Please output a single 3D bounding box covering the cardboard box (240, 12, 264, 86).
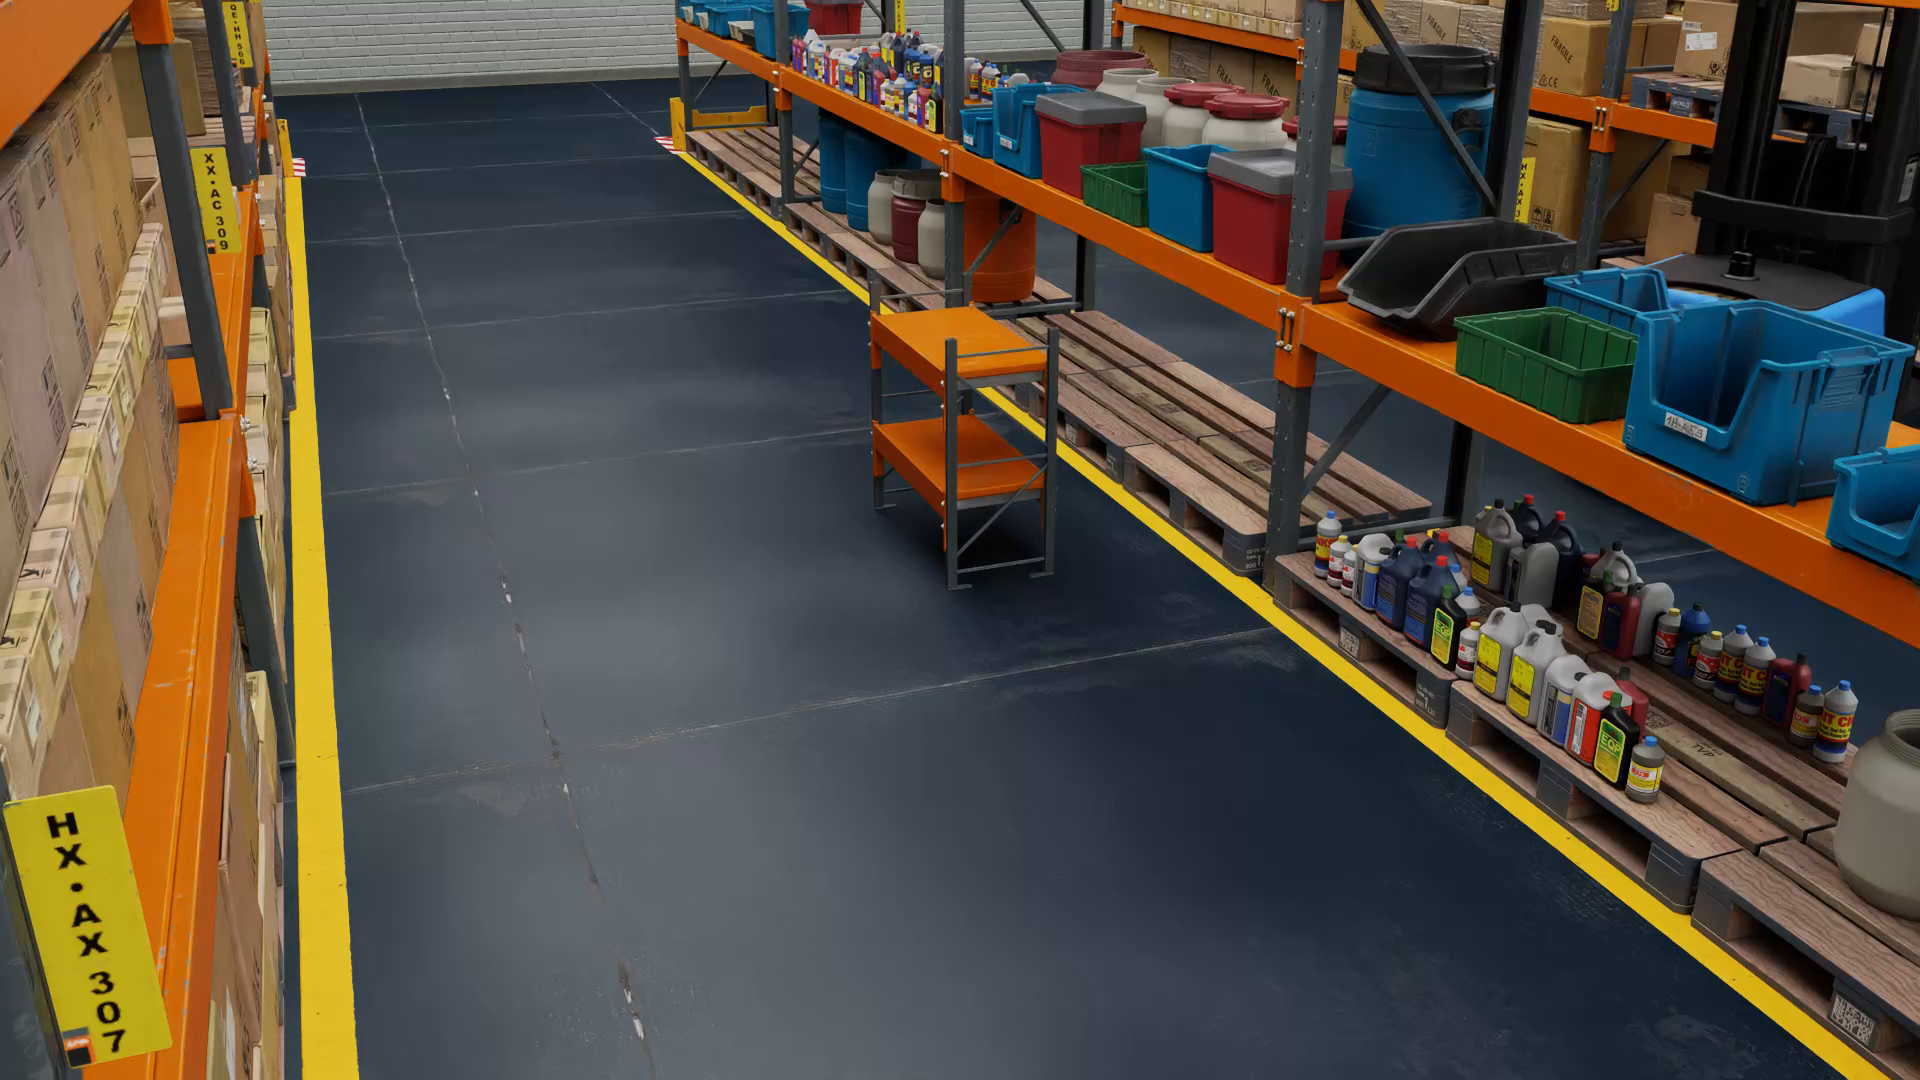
[{"bbox_3d":[-5.582,-3.717,12.577,0.500,0.500,0.500,-8,24,-18],"label":"cardboard box"}]

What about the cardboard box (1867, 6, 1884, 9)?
[{"bbox_3d":[8.463,-4.847,15.171,0.380,0.149,0.250,-9,24,-20],"label":"cardboard box"}]

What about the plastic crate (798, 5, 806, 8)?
[{"bbox_3d":[-1.388,-4.679,15.065,0.437,0.282,0.530,-8,24,-19],"label":"plastic crate"}]

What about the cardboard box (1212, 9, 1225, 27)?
[{"bbox_3d":[2.744,-5.223,16.603,0.380,0.149,0.250,-9,24,-20],"label":"cardboard box"}]

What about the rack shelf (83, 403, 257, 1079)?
[{"bbox_3d":[-2.124,0.517,3.587,1.077,0.370,4.000,-8,24,-19],"label":"rack shelf"}]

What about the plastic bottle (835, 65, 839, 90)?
[{"bbox_3d":[-0.872,-3.432,12.286,0.097,0.201,0.097,0,23,0],"label":"plastic bottle"}]

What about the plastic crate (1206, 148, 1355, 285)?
[{"bbox_3d":[1.347,-1.383,7.086,0.402,0.464,0.583,-8,24,-19],"label":"plastic crate"}]

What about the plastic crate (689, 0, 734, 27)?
[{"bbox_3d":[-2.423,-5.156,16.259,0.416,0.233,0.300,-8,24,-19],"label":"plastic crate"}]

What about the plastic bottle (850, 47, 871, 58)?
[{"bbox_3d":[-0.745,-3.533,12.430,0.152,0.276,0.135,-8,24,-19],"label":"plastic bottle"}]

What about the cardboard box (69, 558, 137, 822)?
[{"bbox_3d":[-1.930,0.323,2.992,0.700,0.500,0.500,-8,24,-19],"label":"cardboard box"}]

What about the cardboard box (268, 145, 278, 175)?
[{"bbox_3d":[-6.340,-3.324,14.748,0.500,0.250,0.500,-8,24,-19],"label":"cardboard box"}]

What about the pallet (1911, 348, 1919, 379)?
[{"bbox_3d":[6.162,-0.897,9.606,1.003,0.211,1.213,-8,24,-19],"label":"pallet"}]

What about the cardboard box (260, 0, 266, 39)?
[{"bbox_3d":[-6.657,-4.822,15.200,0.500,0.500,0.500,-8,24,-17],"label":"cardboard box"}]

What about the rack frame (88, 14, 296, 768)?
[{"bbox_3d":[-2.831,-0.541,5.172,1.000,3.000,0.127,-8,24,-19],"label":"rack frame"}]

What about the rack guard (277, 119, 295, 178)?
[{"bbox_3d":[-7.043,-3.722,15.937,1.175,0.500,0.348,-8,24,-19],"label":"rack guard"}]

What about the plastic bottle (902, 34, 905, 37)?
[{"bbox_3d":[-0.455,-3.896,13.281,0.061,0.283,0.133,-8,24,-19],"label":"plastic bottle"}]

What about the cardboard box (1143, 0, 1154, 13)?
[{"bbox_3d":[2.199,-5.783,17.932,0.380,0.149,0.250,-9,24,-20],"label":"cardboard box"}]

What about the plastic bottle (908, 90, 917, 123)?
[{"bbox_3d":[-0.290,-2.833,10.866,0.097,0.201,0.097,0,23,0],"label":"plastic bottle"}]

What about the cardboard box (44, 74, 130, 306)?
[{"bbox_3d":[-2.488,-0.841,4.085,0.700,0.500,0.500,-8,24,-19],"label":"cardboard box"}]

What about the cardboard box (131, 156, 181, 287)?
[{"bbox_3d":[-3.450,-1.242,6.706,0.500,0.500,0.500,-8,24,-19],"label":"cardboard box"}]

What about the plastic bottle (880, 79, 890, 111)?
[{"bbox_3d":[-0.496,-3.046,11.370,0.097,0.201,0.097,0,23,0],"label":"plastic bottle"}]

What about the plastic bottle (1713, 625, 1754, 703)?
[{"bbox_3d":[2.712,0.426,5.823,0.097,0.271,0.097,0,23,0],"label":"plastic bottle"}]

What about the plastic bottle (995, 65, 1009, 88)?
[{"bbox_3d":[0.292,-3.127,11.458,0.061,0.283,0.133,-8,24,-19],"label":"plastic bottle"}]

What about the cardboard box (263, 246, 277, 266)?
[{"bbox_3d":[-4.327,-1.439,9.955,0.500,0.500,0.500,-9,25,-21],"label":"cardboard box"}]

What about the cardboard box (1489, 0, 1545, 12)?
[{"bbox_3d":[4.555,-4.366,12.826,0.797,0.503,0.637,-8,24,-18],"label":"cardboard box"}]

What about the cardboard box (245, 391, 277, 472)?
[{"bbox_3d":[-3.288,-0.469,7.278,0.500,0.311,0.500,-8,24,-18],"label":"cardboard box"}]

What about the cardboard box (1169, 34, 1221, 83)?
[{"bbox_3d":[2.822,-4.921,17.759,0.875,0.875,0.875,-8,24,-19],"label":"cardboard box"}]

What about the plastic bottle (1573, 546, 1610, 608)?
[{"bbox_3d":[2.466,0.147,6.469,0.061,0.283,0.133,-7,24,-15],"label":"plastic bottle"}]

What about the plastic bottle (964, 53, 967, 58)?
[{"bbox_3d":[-0.001,-3.414,12.052,0.144,0.351,0.185,-8,24,-19],"label":"plastic bottle"}]

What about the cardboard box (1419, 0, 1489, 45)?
[{"bbox_3d":[4.083,-4.099,13.484,0.500,0.500,0.500,-8,24,-18],"label":"cardboard box"}]

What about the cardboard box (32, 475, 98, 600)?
[{"bbox_3d":[-1.721,0.020,2.876,0.380,0.149,0.250,-9,25,-21],"label":"cardboard box"}]

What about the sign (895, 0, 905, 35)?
[{"bbox_3d":[-0.506,-4.329,13.801,0.100,0.325,0.005,-8,24,-19],"label":"sign"}]

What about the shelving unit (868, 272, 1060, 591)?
[{"bbox_3d":[-0.002,-0.521,7.537,0.538,1.125,1.048,-8,24,-19],"label":"shelving unit"}]

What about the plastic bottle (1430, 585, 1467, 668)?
[{"bbox_3d":[1.788,0.314,6.074,0.061,0.283,0.133,-7,24,-17],"label":"plastic bottle"}]

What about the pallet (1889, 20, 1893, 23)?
[{"bbox_3d":[8.964,-4.621,15.100,1.003,0.211,1.213,-8,24,-19],"label":"pallet"}]

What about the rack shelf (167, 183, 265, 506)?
[{"bbox_3d":[-3.537,-0.936,7.036,1.077,0.370,4.000,-8,24,-19],"label":"rack shelf"}]

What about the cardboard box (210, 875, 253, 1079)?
[{"bbox_3d":[-1.766,1.054,3.422,0.500,0.500,0.500,-8,24,-19],"label":"cardboard box"}]

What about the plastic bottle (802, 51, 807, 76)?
[{"bbox_3d":[-1.186,-3.755,13.053,0.097,0.201,0.097,0,23,0],"label":"plastic bottle"}]

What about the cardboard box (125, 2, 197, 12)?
[{"bbox_3d":[-5.396,-3.244,10.914,0.700,0.500,0.500,-5,23,-11],"label":"cardboard box"}]

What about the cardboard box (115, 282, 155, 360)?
[{"bbox_3d":[-2.260,-0.536,4.197,0.380,0.149,0.250,-8,24,-19],"label":"cardboard box"}]

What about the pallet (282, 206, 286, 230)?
[{"bbox_3d":[-5.898,-2.412,13.202,1.003,0.211,1.213,-8,24,-19],"label":"pallet"}]

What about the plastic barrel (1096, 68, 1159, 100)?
[{"bbox_3d":[0.955,-2.380,9.390,0.421,0.512,0.421,0,23,0],"label":"plastic barrel"}]

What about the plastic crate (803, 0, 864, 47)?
[{"bbox_3d":[-1.102,-4.542,14.505,0.402,0.464,0.583,-8,24,-19],"label":"plastic crate"}]

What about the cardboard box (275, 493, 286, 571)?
[{"bbox_3d":[-3.106,-0.022,6.939,0.500,0.250,0.500,-9,25,-21],"label":"cardboard box"}]

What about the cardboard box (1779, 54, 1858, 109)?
[{"bbox_3d":[5.402,-2.836,10.269,0.500,0.250,0.500,-9,24,-20],"label":"cardboard box"}]

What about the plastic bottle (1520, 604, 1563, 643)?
[{"bbox_3d":[2.048,0.377,5.934,0.152,0.276,0.135,-8,24,-19],"label":"plastic bottle"}]

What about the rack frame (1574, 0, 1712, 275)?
[{"bbox_3d":[5.025,-3.352,11.842,1.000,3.000,0.127,-8,24,-19],"label":"rack frame"}]

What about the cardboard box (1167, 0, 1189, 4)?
[{"bbox_3d":[2.480,-5.745,17.328,0.500,0.250,0.500,-9,25,-21],"label":"cardboard box"}]

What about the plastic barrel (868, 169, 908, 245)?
[{"bbox_3d":[-0.479,-2.499,12.478,0.421,0.512,0.421,0,23,0],"label":"plastic barrel"}]

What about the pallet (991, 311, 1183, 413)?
[{"bbox_3d":[0.629,-1.101,10.090,1.003,0.211,1.213,-8,24,-19],"label":"pallet"}]

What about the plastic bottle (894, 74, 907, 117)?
[{"bbox_3d":[-0.393,-2.972,11.104,0.097,0.271,0.097,0,23,0],"label":"plastic bottle"}]

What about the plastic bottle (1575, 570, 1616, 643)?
[{"bbox_3d":[2.397,0.235,6.262,0.061,0.283,0.133,-8,24,-19],"label":"plastic bottle"}]

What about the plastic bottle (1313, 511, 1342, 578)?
[{"bbox_3d":[1.507,0.011,6.808,0.097,0.271,0.097,0,23,0],"label":"plastic bottle"}]

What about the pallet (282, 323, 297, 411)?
[{"bbox_3d":[-4.472,-0.986,9.818,1.003,0.211,1.213,-8,24,-19],"label":"pallet"}]

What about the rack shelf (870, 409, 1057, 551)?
[{"bbox_3d":[-0.002,-0.295,7.632,0.538,0.278,1.000,-8,24,-19],"label":"rack shelf"}]

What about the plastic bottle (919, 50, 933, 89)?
[{"bbox_3d":[-0.253,-3.495,12.346,0.097,0.271,0.097,0,23,0],"label":"plastic bottle"}]

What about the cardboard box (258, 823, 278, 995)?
[{"bbox_3d":[-2.104,1.034,4.435,0.500,0.250,0.500,-8,24,-19],"label":"cardboard box"}]

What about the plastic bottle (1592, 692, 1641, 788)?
[{"bbox_3d":[2.101,0.636,5.310,0.061,0.283,0.133,-8,24,-18],"label":"plastic bottle"}]

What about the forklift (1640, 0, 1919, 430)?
[{"bbox_3d":[4.509,-1.862,8.393,3.031,2.935,1.130,-19,30,-38],"label":"forklift"}]
